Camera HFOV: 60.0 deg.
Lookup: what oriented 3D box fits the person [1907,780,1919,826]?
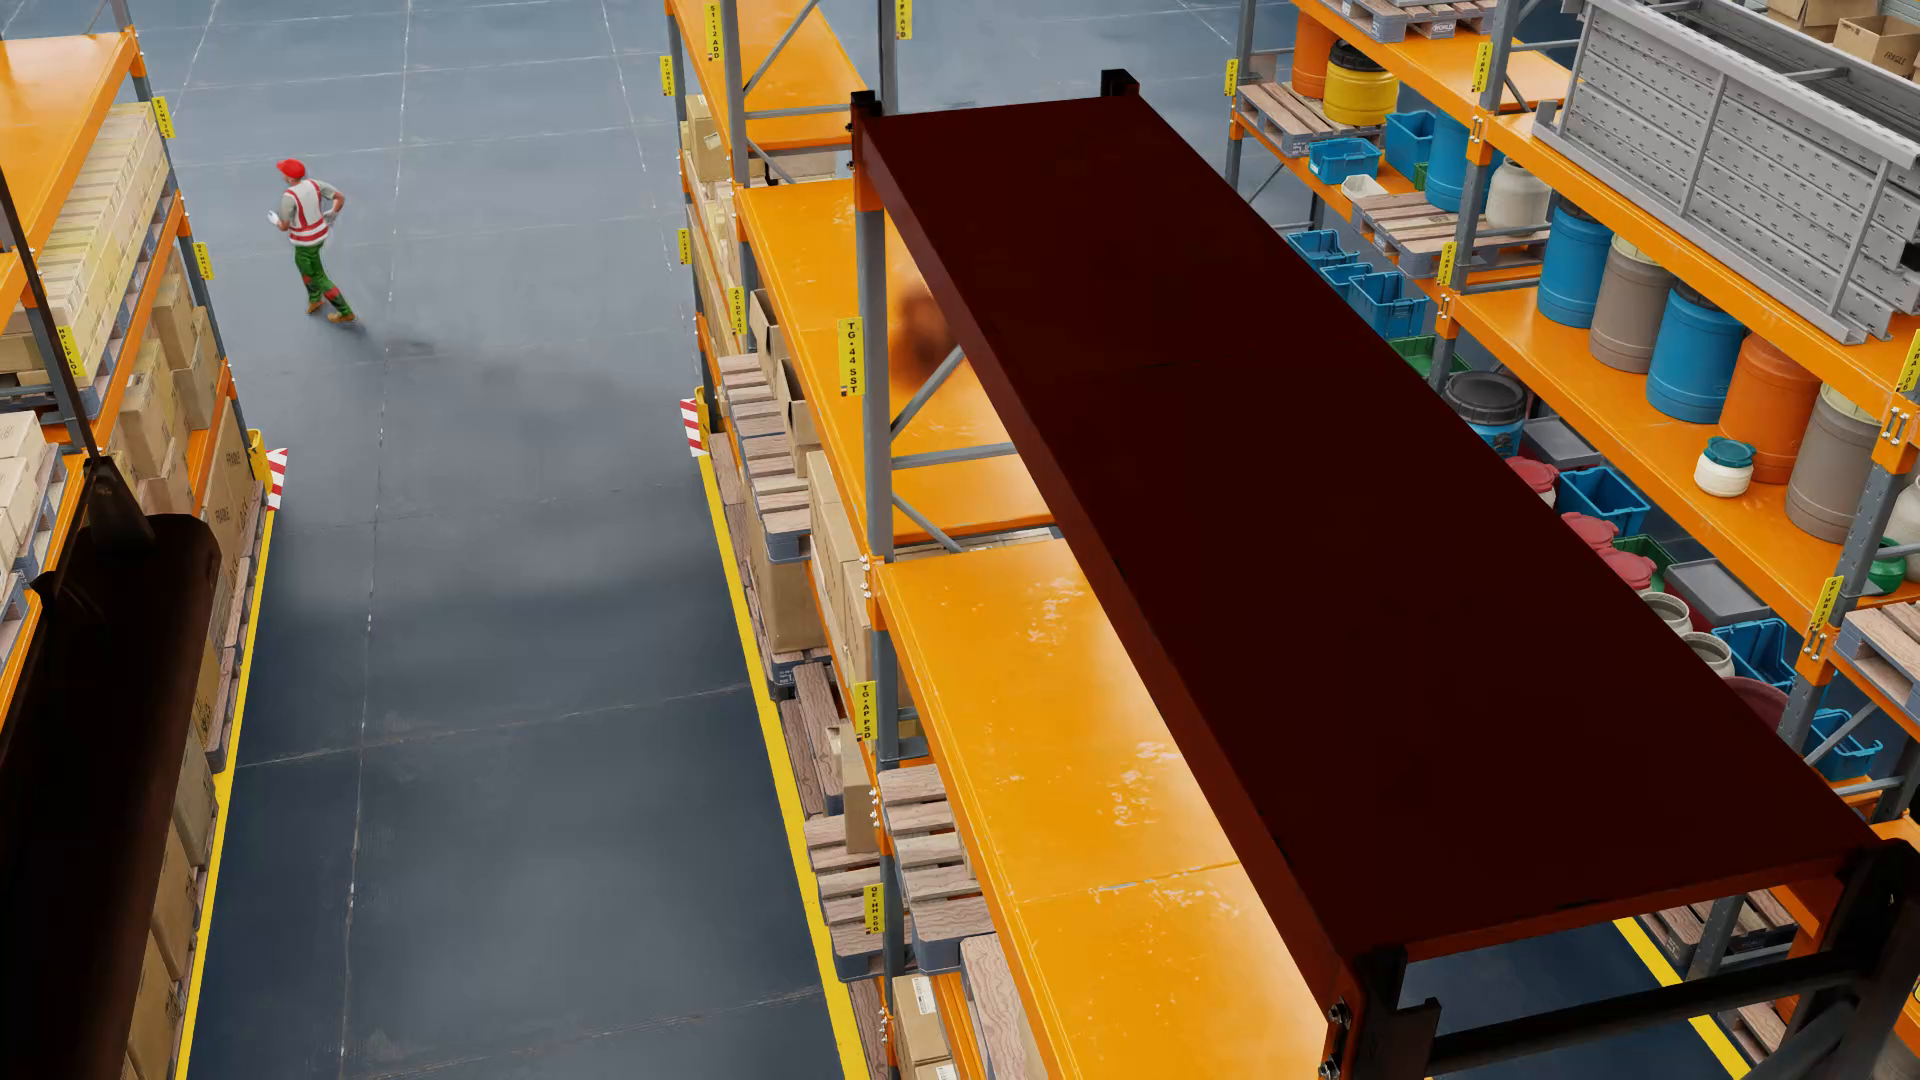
[{"bbox_3d":[6.328,1.462,10.419,0.725,1.746,1.006,-8,35,-12],"label":"person"}]

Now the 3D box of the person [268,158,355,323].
[{"bbox_3d":[-6.642,-3.063,17.015,0.762,1.807,0.669,11,36,15],"label":"person"}]

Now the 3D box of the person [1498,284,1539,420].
[{"bbox_3d":[5.158,-1.635,15.024,0.576,1.635,0.553,-17,38,-23],"label":"person"}]

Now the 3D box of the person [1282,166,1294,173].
[{"bbox_3d":[4.444,-5.241,20.136,0.912,1.776,0.653,8,35,12],"label":"person"}]
